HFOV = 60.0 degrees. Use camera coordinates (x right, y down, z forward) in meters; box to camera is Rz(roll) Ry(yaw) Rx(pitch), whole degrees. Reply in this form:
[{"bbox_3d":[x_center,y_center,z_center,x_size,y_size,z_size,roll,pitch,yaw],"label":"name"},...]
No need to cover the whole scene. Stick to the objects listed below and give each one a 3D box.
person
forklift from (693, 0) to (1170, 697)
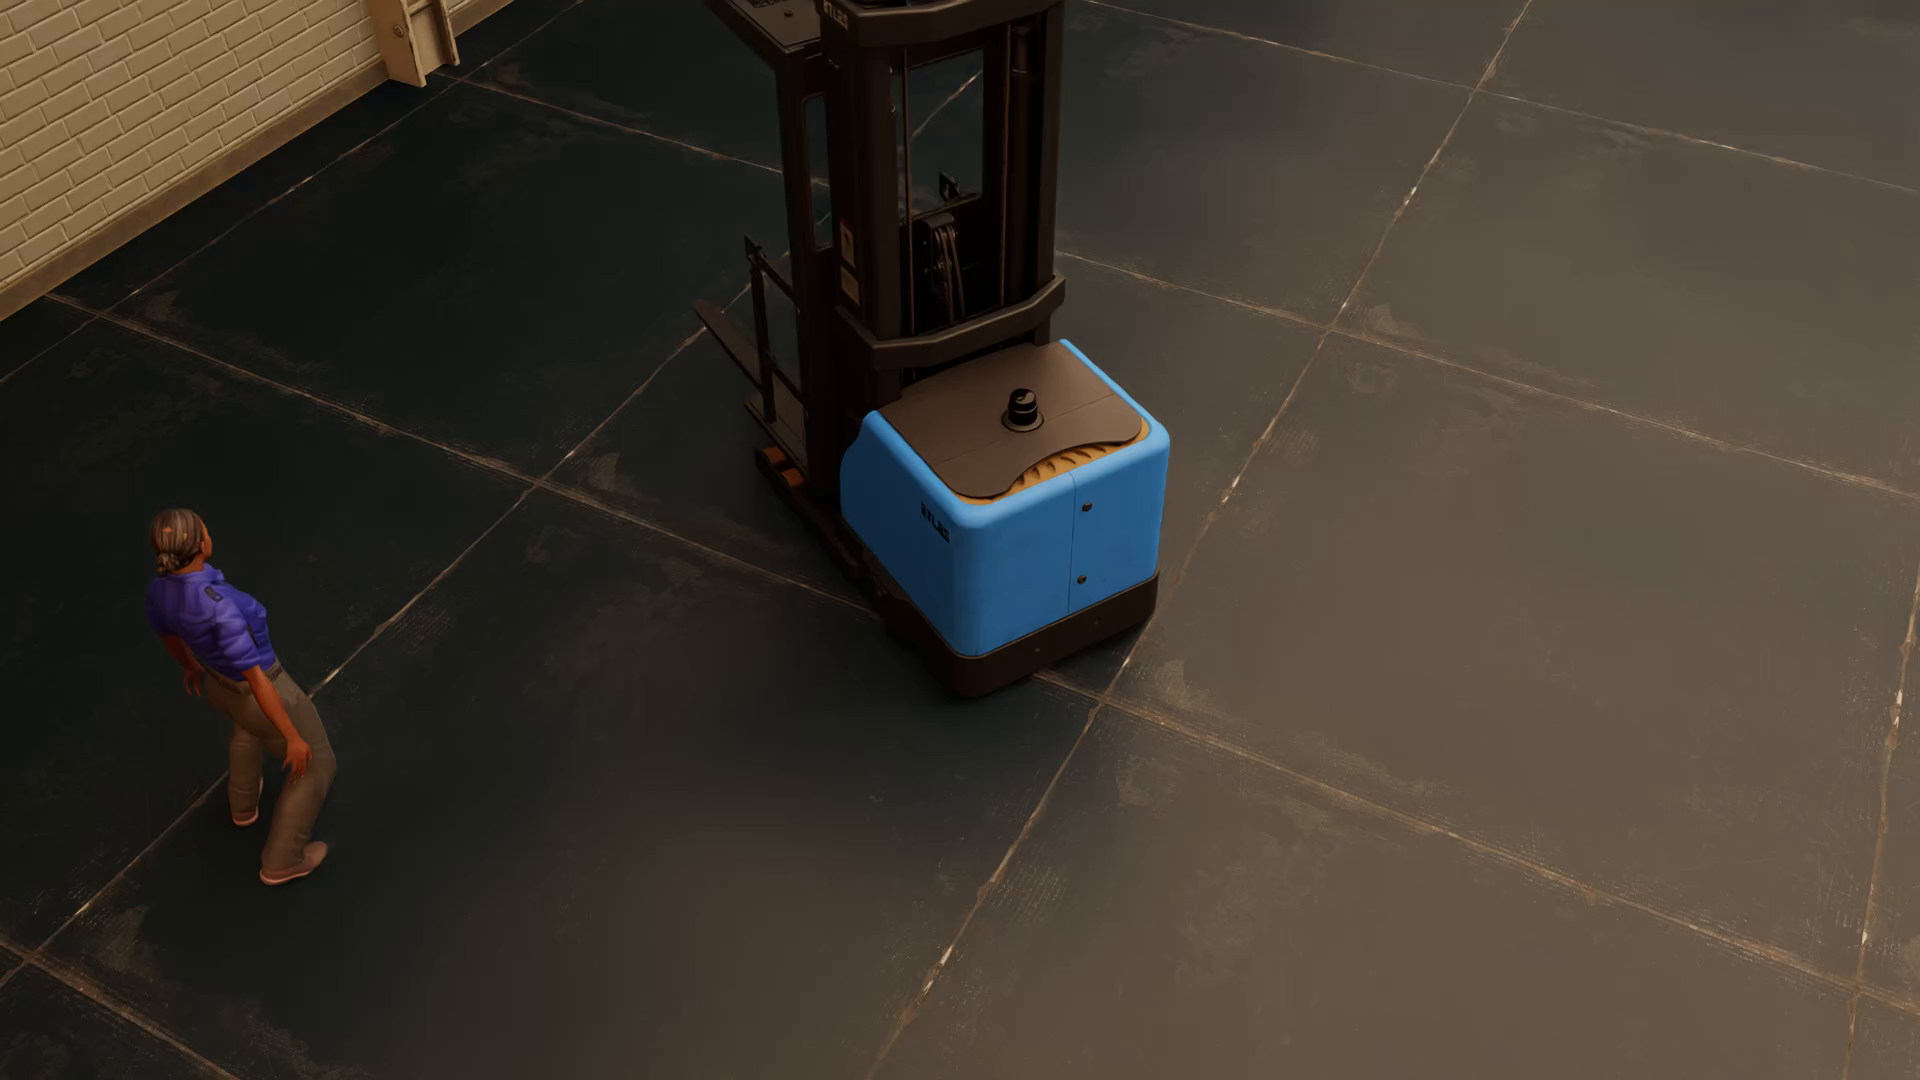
[{"bbox_3d":[-2.627,0.595,6.027,0.817,1.606,0.470,27,49,25],"label":"person"},{"bbox_3d":[-0.336,-1.399,7.138,1.130,2.935,3.031,-23,48,-22],"label":"forklift"}]
